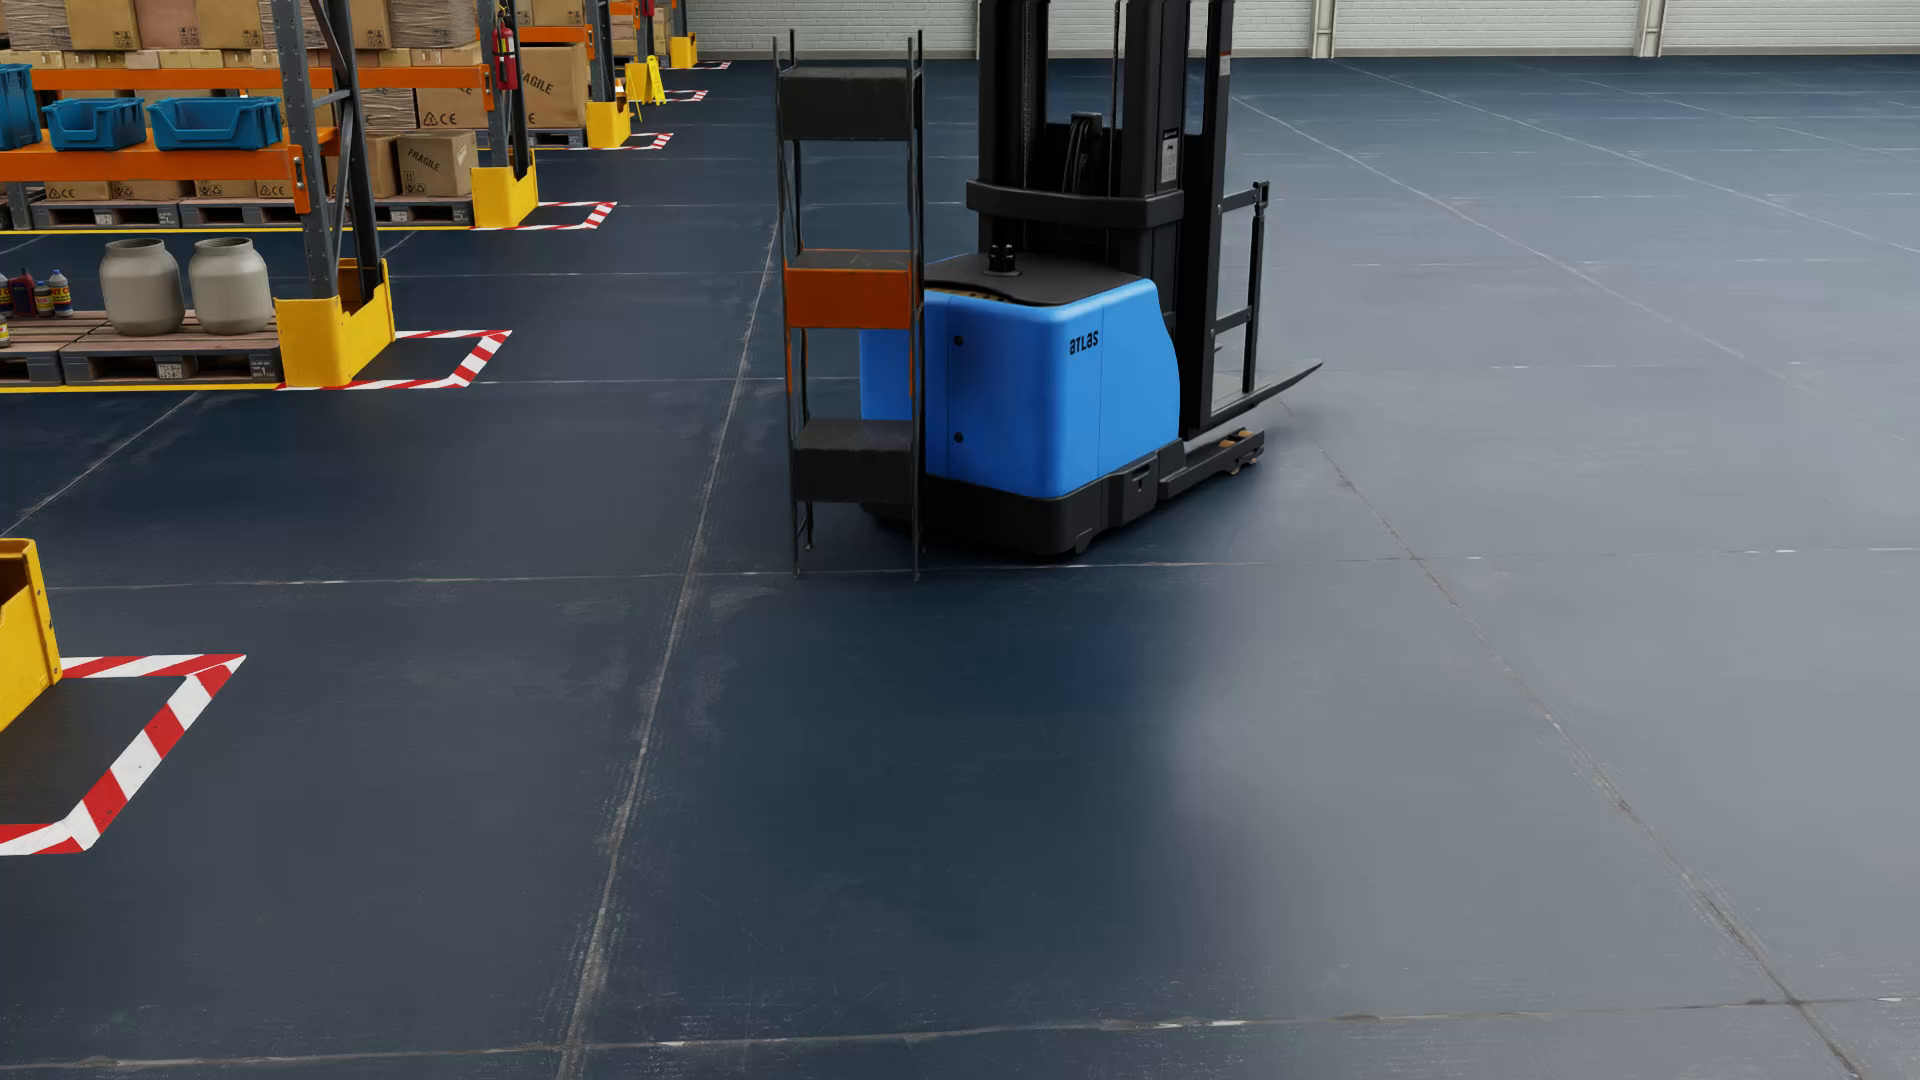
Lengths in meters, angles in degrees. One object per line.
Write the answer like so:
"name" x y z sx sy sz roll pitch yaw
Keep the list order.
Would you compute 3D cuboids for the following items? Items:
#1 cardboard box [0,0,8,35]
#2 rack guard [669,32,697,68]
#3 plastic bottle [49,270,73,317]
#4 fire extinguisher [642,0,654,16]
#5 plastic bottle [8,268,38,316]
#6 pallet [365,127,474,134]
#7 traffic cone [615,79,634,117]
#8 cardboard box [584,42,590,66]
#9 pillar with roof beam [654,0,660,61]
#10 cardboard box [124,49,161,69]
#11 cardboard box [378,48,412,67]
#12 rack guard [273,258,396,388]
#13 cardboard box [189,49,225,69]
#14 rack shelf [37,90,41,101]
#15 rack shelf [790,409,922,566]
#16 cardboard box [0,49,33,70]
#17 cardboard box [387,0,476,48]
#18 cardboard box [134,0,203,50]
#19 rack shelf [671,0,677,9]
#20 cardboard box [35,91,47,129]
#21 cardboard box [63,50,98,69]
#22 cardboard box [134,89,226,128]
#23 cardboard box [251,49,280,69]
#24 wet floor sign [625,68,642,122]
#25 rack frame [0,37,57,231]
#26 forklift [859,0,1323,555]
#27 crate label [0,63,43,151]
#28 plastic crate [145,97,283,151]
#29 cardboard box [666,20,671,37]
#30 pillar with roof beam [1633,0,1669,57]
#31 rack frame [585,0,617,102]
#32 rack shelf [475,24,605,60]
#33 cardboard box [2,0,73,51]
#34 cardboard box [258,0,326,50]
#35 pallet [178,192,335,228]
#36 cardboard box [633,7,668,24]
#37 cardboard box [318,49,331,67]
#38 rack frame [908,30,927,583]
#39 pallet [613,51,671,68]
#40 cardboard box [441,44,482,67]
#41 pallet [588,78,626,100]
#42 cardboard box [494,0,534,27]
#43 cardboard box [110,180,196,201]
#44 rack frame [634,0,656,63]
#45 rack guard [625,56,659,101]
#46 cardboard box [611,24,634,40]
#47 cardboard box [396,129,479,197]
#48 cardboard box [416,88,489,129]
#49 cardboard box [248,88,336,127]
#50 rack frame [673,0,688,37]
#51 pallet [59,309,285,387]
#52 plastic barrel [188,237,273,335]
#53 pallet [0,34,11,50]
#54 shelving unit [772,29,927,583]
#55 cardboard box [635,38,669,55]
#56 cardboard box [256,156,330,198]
"cardboard box" -8.684 -4.677 13.757 1.000 1.000 1.000 -1 21 -3
"rack guard" -4.718 -8.364 28.387 0.348 0.500 1.175 -1 21 -3
"plastic bottle" -5.434 -1.493 10.044 0.097 0.271 0.097 0 21 0
"fire extinguisher" -4.314 -7.571 22.900 0.183 0.674 0.296 -1 21 -3
"plastic bottle" -5.662 -1.501 10.047 0.133 0.283 0.061 -1 21 -2
"pallet" -6.080 -4.641 19.015 1.213 0.211 1.003 -1 21 -3
"traffic cone" -4.408 -5.729 21.517 0.334 0.463 0.336 -1 21 -3
"cardboard box" -5.240 -6.921 23.305 0.500 0.500 0.500 -1 21 -3
"pillar with roof beam" -5.243 -11.112 23.661 0.400 9.000 9.100 -1 21 -3
"cardboard box" -6.652 -3.961 13.663 0.250 0.149 0.380 -1 21 -3
"cardboard box" -4.658 -4.024 13.827 0.250 0.149 0.380 -1 21 -3
"rack guard" -3.680 -1.302 9.839 0.348 0.500 1.175 -1 21 -3
"cardboard box" -6.154 -3.982 13.718 0.250 0.149 0.380 -1 21 -3
"rack shelf" -9.880 -3.790 13.872 4.000 0.370 1.077 -1 21 -3
"rack shelf" -0.407 -0.218 6.749 0.480 0.518 0.431 2 21 4
"cardboard box" -7.651 -3.947 13.626 0.250 0.149 0.380 -1 21 -3
"cardboard box" -4.440 -4.433 13.989 0.500 0.500 0.875 -1 21 -3
"cardboard box" -6.435 -4.384 13.860 0.500 0.500 0.875 -1 21 -3
"rack shelf" -6.739 -9.155 27.963 4.000 0.370 1.077 -1 21 -3
"cardboard box" -10.573 -4.994 18.594 0.750 0.750 1.050 -1 21 -2
"cardboard box" -7.153 -3.963 13.666 0.250 0.149 0.380 -1 21 -3
"cardboard box" -8.680 -5.031 18.692 0.750 0.750 1.050 -1 21 -3
"cardboard box" -5.654 -3.984 13.723 0.250 0.149 0.380 -1 21 -3
"wet floor sign" -4.156 -5.616 20.965 0.232 0.644 0.267 -5 21 -12
"rack frame" -7.883 -4.167 13.850 0.127 3.000 1.000 -1 21 -3
"forklift" 0.826 -1.771 7.652 1.130 2.935 3.031 14 25 33
"crate label" -5.429 -2.372 9.086 0.616 0.435 0.502 -1 21 -3
"plastic crate" -4.089 -2.303 9.163 0.616 0.251 0.499 -1 21 -3
"cardboard box" -5.223 -8.741 28.436 0.500 0.250 0.500 -1 21 -2
"pillar with roof beam" 12.728 -11.478 24.621 0.400 9.000 9.100 -1 21 -3
"rack frame" -4.072 -6.012 18.697 0.127 3.000 1.000 -1 21 -3
"rack shelf" -6.068 -5.636 18.718 4.000 0.370 1.077 -1 21 -3
"cardboard box" -7.430 -4.340 13.746 0.500 0.500 0.875 -1 21 -3
"cardboard box" -5.434 -4.385 13.864 0.500 0.500 0.875 -1 21 -3
"pallet" -5.993 -2.916 14.483 1.213 0.211 1.003 -1 21 -3
"cardboard box" -5.184 -8.790 27.862 0.500 0.250 0.500 0 21 -1
"cardboard box" -5.161 -4.034 13.853 0.250 0.149 0.380 -1 21 -3
"rack frame" -0.164 -0.879 6.478 0.015 2.100 0.400 2 21 4
"pallet" -5.503 -8.198 28.358 1.213 0.211 1.003 -1 21 -3
"cardboard box" -4.162 -4.052 13.901 0.250 0.149 0.380 -1 21 -3
"pallet" -5.344 -6.460 23.792 1.213 0.211 1.003 -1 21 -3
"cardboard box" -4.987 -6.040 18.559 0.550 0.550 0.875 -1 21 -3
"cardboard box" -6.910 -3.203 14.242 0.500 0.500 0.500 5 22 14
"rack frame" -4.455 -7.769 23.310 0.127 3.000 1.000 -1 21 -3
"rack guard" -4.531 -6.599 23.751 0.348 0.500 1.175 -1 21 -3
"cardboard box" -5.712 -8.549 27.932 0.500 0.250 0.500 -1 21 -4
"cardboard box" -4.514 -3.270 14.416 0.500 0.500 0.500 3 21 7
"cardboard box" -5.623 -5.160 18.854 0.875 0.875 0.875 -1 21 -4
"cardboard box" -7.433 -5.122 18.755 0.875 0.875 0.875 -1 21 -2
"rack frame" -4.742 -9.532 27.941 0.127 3.000 1.000 -1 21 -3
"pallet" -4.491 -1.153 9.852 1.213 0.211 1.003 -1 21 -3
"plastic barrel" -4.259 -1.482 9.704 0.421 0.512 0.421 0 21 0
"pallet" -8.654 -4.114 13.979 1.213 0.211 1.003 -1 21 -3
"shelving unit" -0.407 -0.885 6.495 0.503 2.100 0.431 2 21 4
"cardboard box" -5.193 -8.321 28.036 0.500 0.250 0.500 -1 21 -3
"cardboard box" -5.735 -3.239 14.337 0.500 0.500 0.500 1 21 2
